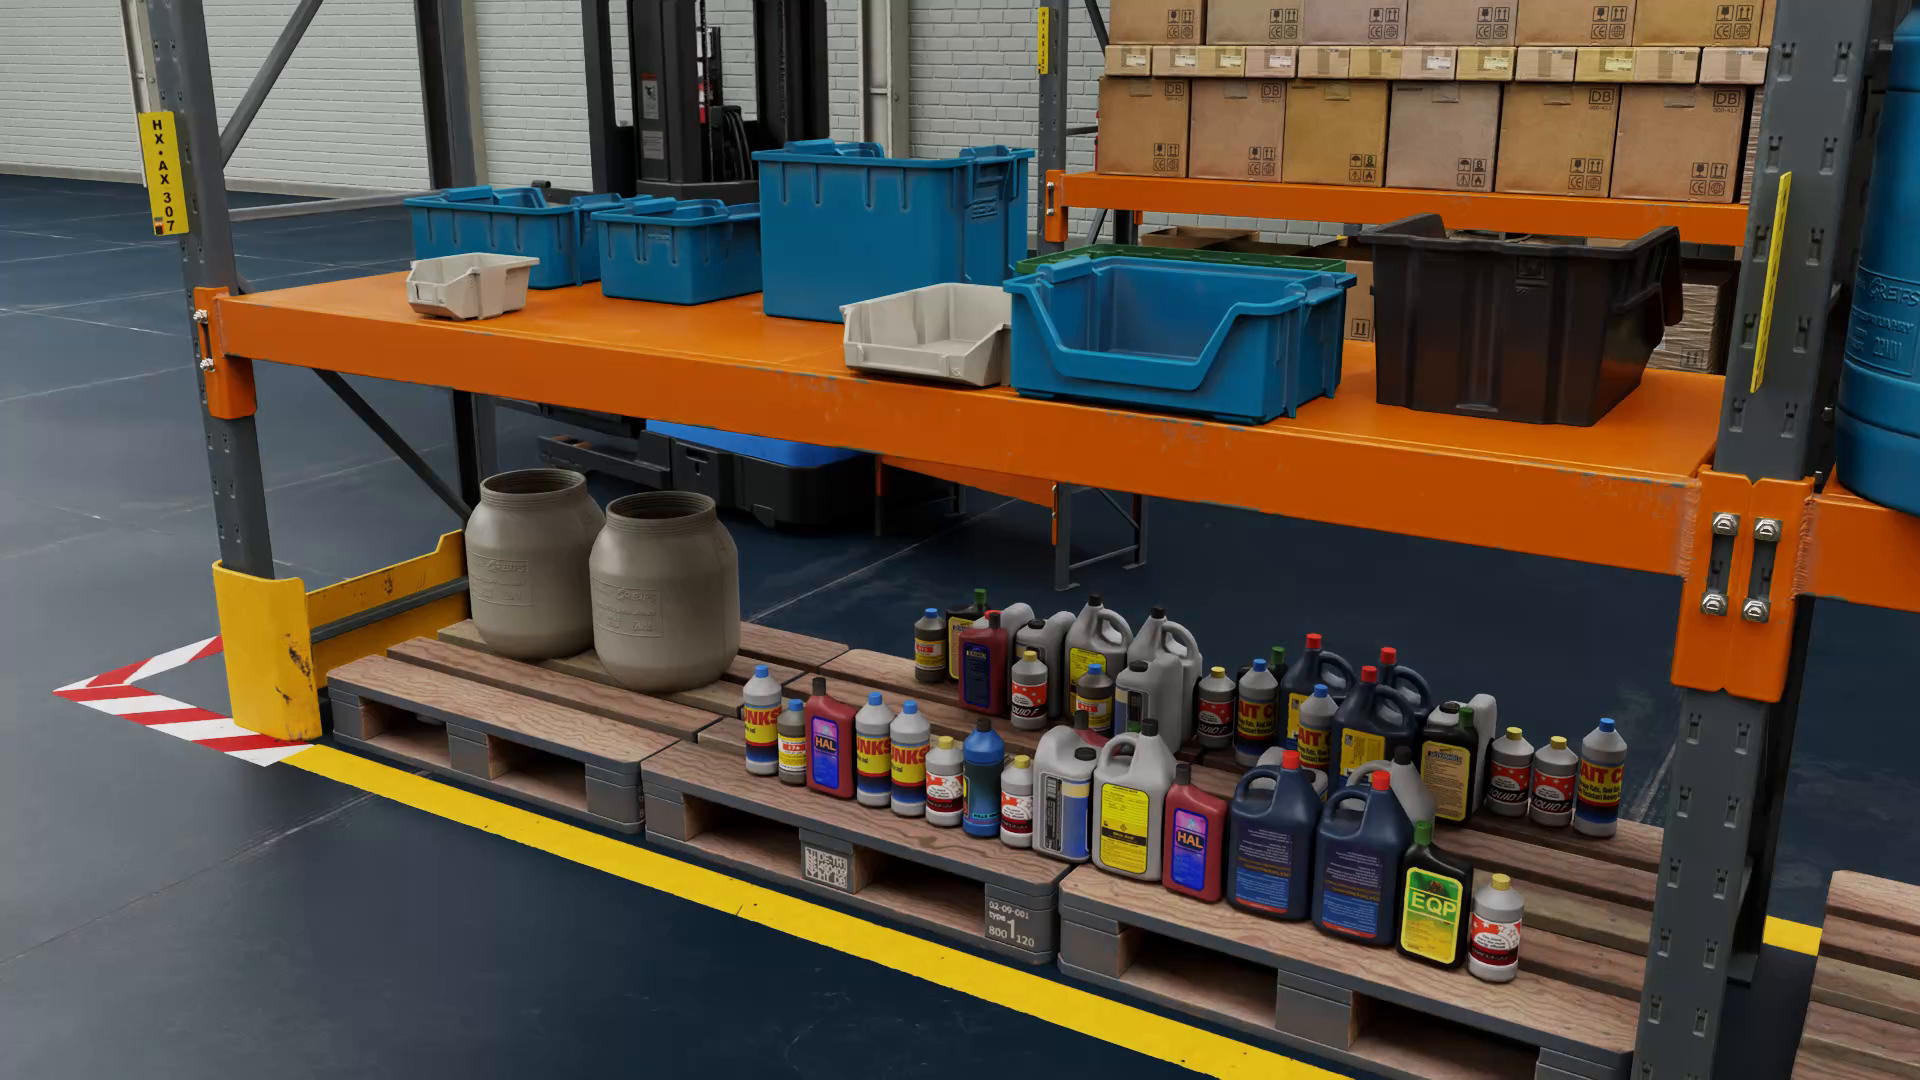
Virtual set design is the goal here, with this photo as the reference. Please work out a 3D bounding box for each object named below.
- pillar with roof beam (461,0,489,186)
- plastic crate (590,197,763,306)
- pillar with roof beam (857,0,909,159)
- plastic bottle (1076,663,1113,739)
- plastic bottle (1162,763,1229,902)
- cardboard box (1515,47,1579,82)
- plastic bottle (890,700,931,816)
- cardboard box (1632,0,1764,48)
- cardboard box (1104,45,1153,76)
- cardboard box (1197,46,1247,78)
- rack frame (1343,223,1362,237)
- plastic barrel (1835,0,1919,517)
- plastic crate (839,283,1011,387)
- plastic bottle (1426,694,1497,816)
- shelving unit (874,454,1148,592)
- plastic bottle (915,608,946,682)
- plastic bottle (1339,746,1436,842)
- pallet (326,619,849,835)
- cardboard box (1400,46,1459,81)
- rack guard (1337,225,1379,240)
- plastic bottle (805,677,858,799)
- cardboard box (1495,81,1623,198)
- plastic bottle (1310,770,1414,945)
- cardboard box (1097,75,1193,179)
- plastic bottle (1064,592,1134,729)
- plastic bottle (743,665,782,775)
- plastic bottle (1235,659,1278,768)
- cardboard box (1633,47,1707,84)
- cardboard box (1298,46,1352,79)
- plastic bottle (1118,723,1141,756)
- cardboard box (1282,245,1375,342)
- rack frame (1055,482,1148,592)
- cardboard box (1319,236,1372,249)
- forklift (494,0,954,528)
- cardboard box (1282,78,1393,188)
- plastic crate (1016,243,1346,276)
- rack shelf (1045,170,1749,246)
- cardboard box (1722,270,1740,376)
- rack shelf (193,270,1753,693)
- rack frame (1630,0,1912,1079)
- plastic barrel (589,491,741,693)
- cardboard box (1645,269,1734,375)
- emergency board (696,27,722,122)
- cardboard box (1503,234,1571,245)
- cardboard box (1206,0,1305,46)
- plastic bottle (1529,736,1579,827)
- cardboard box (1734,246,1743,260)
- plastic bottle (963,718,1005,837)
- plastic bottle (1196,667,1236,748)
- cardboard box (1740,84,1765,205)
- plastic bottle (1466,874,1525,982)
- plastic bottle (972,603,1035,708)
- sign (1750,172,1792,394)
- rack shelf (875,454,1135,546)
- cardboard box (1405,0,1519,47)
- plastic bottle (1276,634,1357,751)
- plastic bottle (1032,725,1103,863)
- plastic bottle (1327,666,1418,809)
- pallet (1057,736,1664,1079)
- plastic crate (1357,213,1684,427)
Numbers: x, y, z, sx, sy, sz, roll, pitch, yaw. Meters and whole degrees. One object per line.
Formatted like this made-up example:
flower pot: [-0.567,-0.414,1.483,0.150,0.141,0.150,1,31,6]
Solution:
pillar with roof beam: [-8.121,-7.192,15.076,0.400,9.000,9.100,10,20,30]
plastic crate: [-0.743,-0.828,4.702,0.408,0.251,0.499,10,20,30]
pillar with roof beam: [-3.009,-6.280,12.072,0.400,9.000,9.100,10,20,30]
plastic bottle: [0.353,0.425,4.379,0.097,0.201,0.097,0,17,0]
plastic bottle: [0.508,0.626,3.576,0.133,0.283,0.061,12,20,34]
cardboard box: [2.702,-2.159,7.540,0.250,0.149,0.380,11,20,32]
plastic bottle: [-0.118,0.514,3.966,0.097,0.271,0.097,0,17,0]
cardboard box: [3.314,-2.430,7.317,0.500,0.500,0.700,10,20,30]
cardboard box: [0.940,-2.473,8.573,0.250,0.149,0.380,10,20,30]
cardboard box: [1.378,-2.395,8.317,0.250,0.149,0.380,10,20,30]
rack frame: [3.308,-3.455,13.095,0.127,3.000,1.000,10,20,30]
plastic barrel: [1.702,-0.499,2.501,0.708,0.901,0.600,10,20,30]
plastic crate: [0.015,-0.451,3.659,0.437,0.136,0.530,10,20,30]
plastic bottle: [1.200,0.500,4.002,0.135,0.276,0.152,11,20,32]
shelving unit: [0.191,-0.501,6.595,0.538,1.125,1.048,-16,23,-42]
plastic bottle: [-0.083,0.298,4.797,0.097,0.201,0.097,0,17,0]
plastic bottle: [0.907,0.602,3.540,0.185,0.351,0.144,10,20,30]
pallet: [-1.098,0.458,5.011,1.213,0.211,1.003,10,20,30]
cardboard box: [2.250,-2.239,7.802,0.250,0.149,0.380,10,20,31]
rack guard: [3.373,-2.247,13.420,0.348,0.500,1.175,10,20,30]
plastic bottle: [-0.312,0.480,4.058,0.133,0.283,0.061,10,20,31]
cardboard box: [2.867,-1.889,7.766,0.500,0.500,0.700,10,20,31]
plastic bottle: [0.832,0.637,3.422,0.185,0.351,0.144,10,19,29]
cardboard box: [1.110,-2.201,8.795,0.500,0.500,0.700,10,20,30]
plastic bottle: [0.379,0.317,4.478,0.185,0.351,0.144,11,20,32]
plastic bottle: [-0.495,0.447,4.188,0.097,0.271,0.097,0,17,0]
plastic bottle: [0.755,0.435,4.227,0.097,0.271,0.097,0,17,0]
cardboard box: [3.125,-2.083,7.289,0.250,0.149,0.380,10,20,30]
cardboard box: [1.821,-2.316,8.057,0.250,0.149,0.380,9,19,28]
plastic bottle: [0.425,0.562,3.787,0.133,0.283,0.061,10,20,30]
cardboard box: [1.919,-1.187,8.345,0.500,0.500,0.500,10,20,30]
rack frame: [0.546,-0.395,6.248,0.500,1.125,0.032,-16,23,-42]
cardboard box: [2.191,-1.315,8.769,0.500,0.500,0.500,10,20,30]
forklift: [-1.384,-1.796,7.750,3.031,2.935,1.130,15,23,41]
cardboard box: [1.980,-2.046,8.283,0.500,0.500,0.700,10,20,30]
plastic crate: [0.523,-0.568,3.955,0.662,0.188,0.450,10,20,30]
rack shelf: [2.423,-1.579,8.157,4.000,0.370,1.077,10,20,30]
cardboard box: [3.896,-1.011,7.768,0.500,0.500,0.500,10,20,30]
rack shelf: [-0.173,-0.353,4.120,4.000,0.370,1.077,10,20,30]
rack frame: [1.532,-0.393,3.014,0.127,3.000,1.000,10,20,30]
plastic barrel: [-0.849,0.145,4.799,0.421,0.512,0.421,0,17,0]
cardboard box: [3.198,-0.959,7.594,0.500,0.500,0.500,10,20,30]
emergency board: [-2.842,-4.861,17.722,0.643,1.169,0.194,10,20,30]
cardboard box: [4.336,-2.165,12.716,0.500,0.311,0.500,12,21,35]
cardboard box: [1.606,-2.735,8.321,0.500,0.500,0.700,10,19,29]
plastic bottle: [1.403,0.563,3.925,0.097,0.201,0.097,0,17,0]
cardboard box: [5.811,-2.009,11.878,0.500,0.500,0.500,8,19,26]
plastic bottle: [0.055,0.545,3.864,0.097,0.271,0.097,0,17,0]
plastic bottle: [0.671,0.432,4.355,0.097,0.201,0.097,0,17,0]
cardboard box: [3.746,-1.733,7.253,0.500,0.500,0.700,10,19,29]
plastic bottle: [1.059,0.757,3.284,0.097,0.201,0.097,0,17,0]
plastic bottle: [0.118,0.307,4.638,0.135,0.276,0.152,10,20,30]
sign: [1.234,-0.391,2.531,0.005,0.325,0.100,10,20,30]
rack shelf: [0.191,-0.267,6.666,0.538,0.278,1.000,-16,23,-42]
cardboard box: [2.463,-2.583,7.819,0.500,0.500,0.700,10,20,30]
plastic bottle: [0.900,0.410,4.172,0.185,0.351,0.144,9,19,28]
plastic bottle: [0.257,0.569,3.776,0.135,0.276,0.152,11,20,31]
plastic bottle: [0.985,0.474,3.960,0.185,0.351,0.144,10,20,30]
pallet: [0.981,0.829,3.790,1.213,0.211,1.003,10,20,30]
plastic crate: [1.152,-0.474,3.389,0.504,0.338,0.767,10,20,30]
